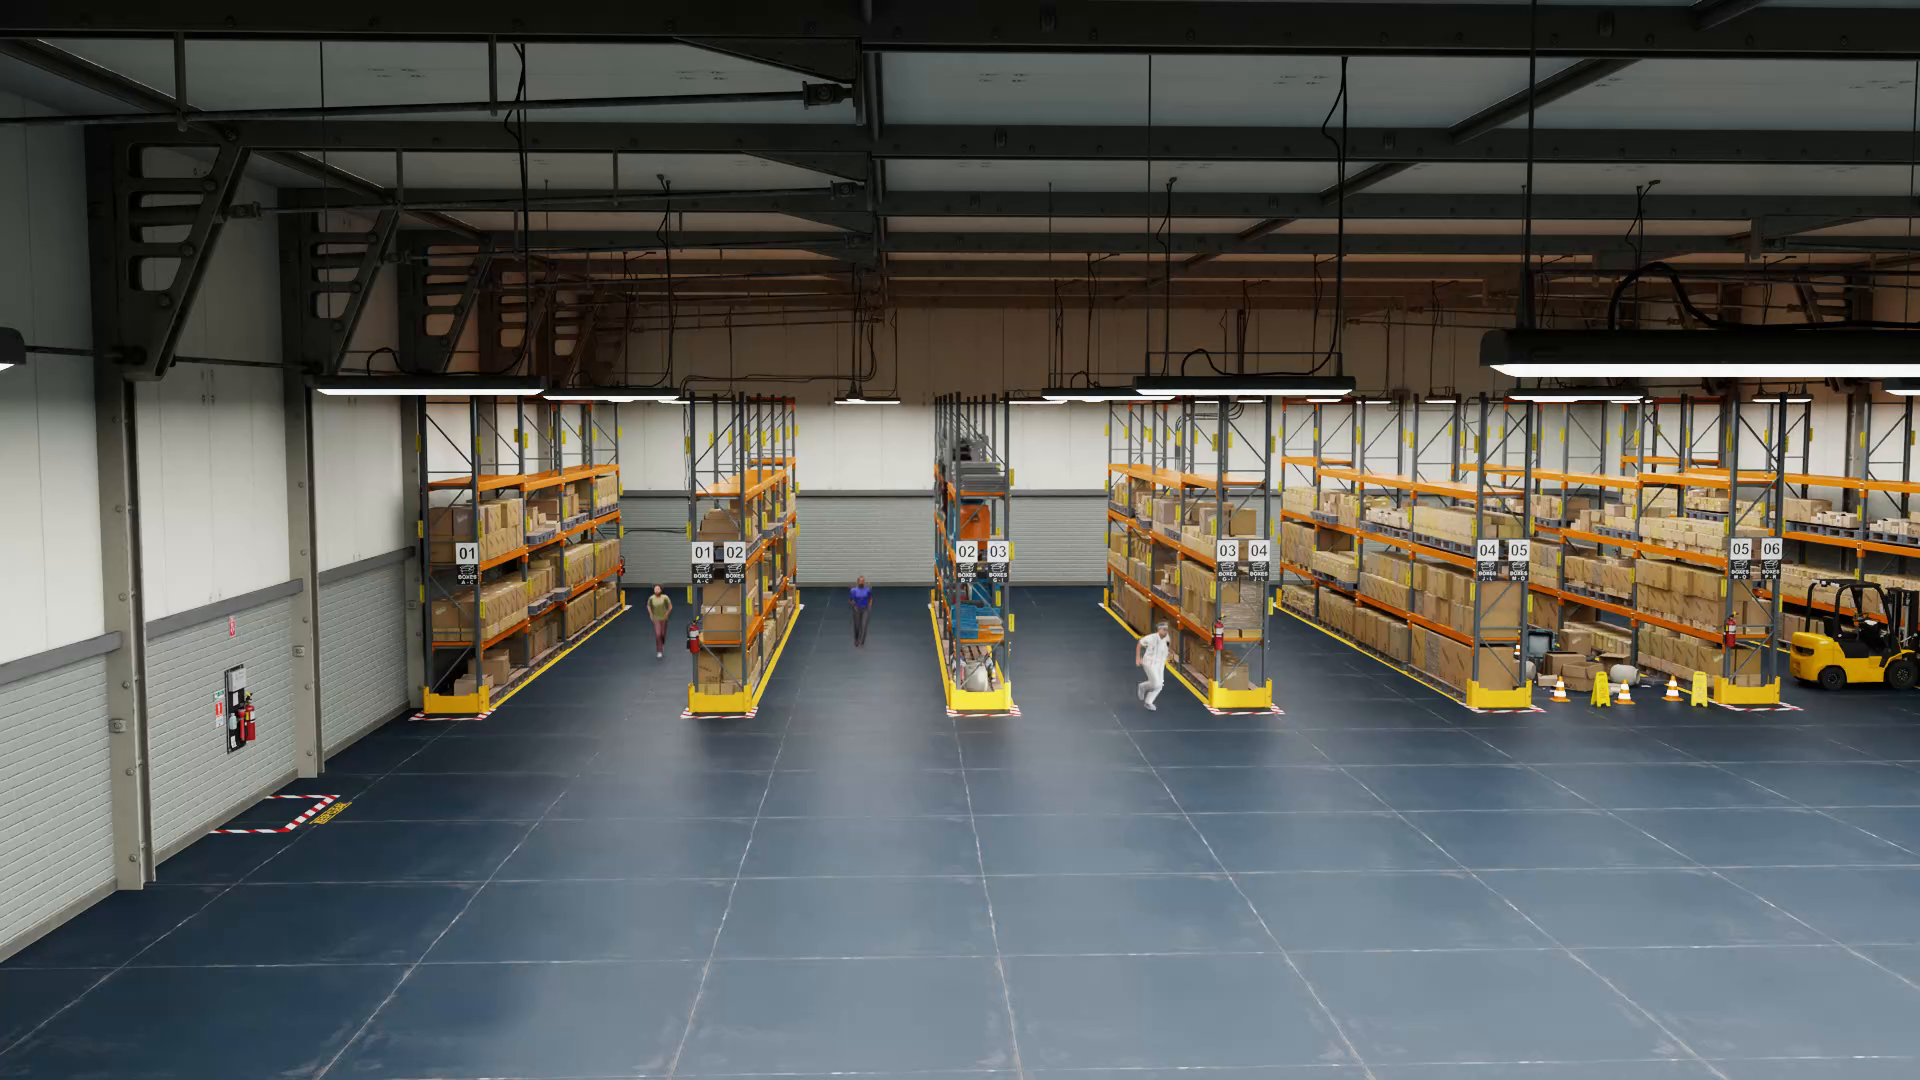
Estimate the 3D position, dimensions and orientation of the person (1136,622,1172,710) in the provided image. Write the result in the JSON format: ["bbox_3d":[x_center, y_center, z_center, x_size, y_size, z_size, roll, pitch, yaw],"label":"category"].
[{"bbox_3d":[3.704,2.372,31.449,0.652,1.701,0.748,-4,6,-40],"label":"person"}]

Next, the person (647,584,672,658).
[{"bbox_3d":[-6.907,1.842,38.270,0.576,1.678,0.712,-1,5,-8],"label":"person"}]

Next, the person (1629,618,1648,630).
[{"bbox_3d":[16.914,1.589,41.399,0.537,1.586,0.881,-1,5,-16],"label":"person"}]

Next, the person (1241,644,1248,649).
[{"bbox_3d":[6.693,1.719,39.647,0.609,1.674,0.844,-1,5,-7],"label":"person"}]

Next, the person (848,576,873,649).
[{"bbox_3d":[-2.225,1.630,37.465,0.563,1.610,0.534,-1,5,-12],"label":"person"}]
